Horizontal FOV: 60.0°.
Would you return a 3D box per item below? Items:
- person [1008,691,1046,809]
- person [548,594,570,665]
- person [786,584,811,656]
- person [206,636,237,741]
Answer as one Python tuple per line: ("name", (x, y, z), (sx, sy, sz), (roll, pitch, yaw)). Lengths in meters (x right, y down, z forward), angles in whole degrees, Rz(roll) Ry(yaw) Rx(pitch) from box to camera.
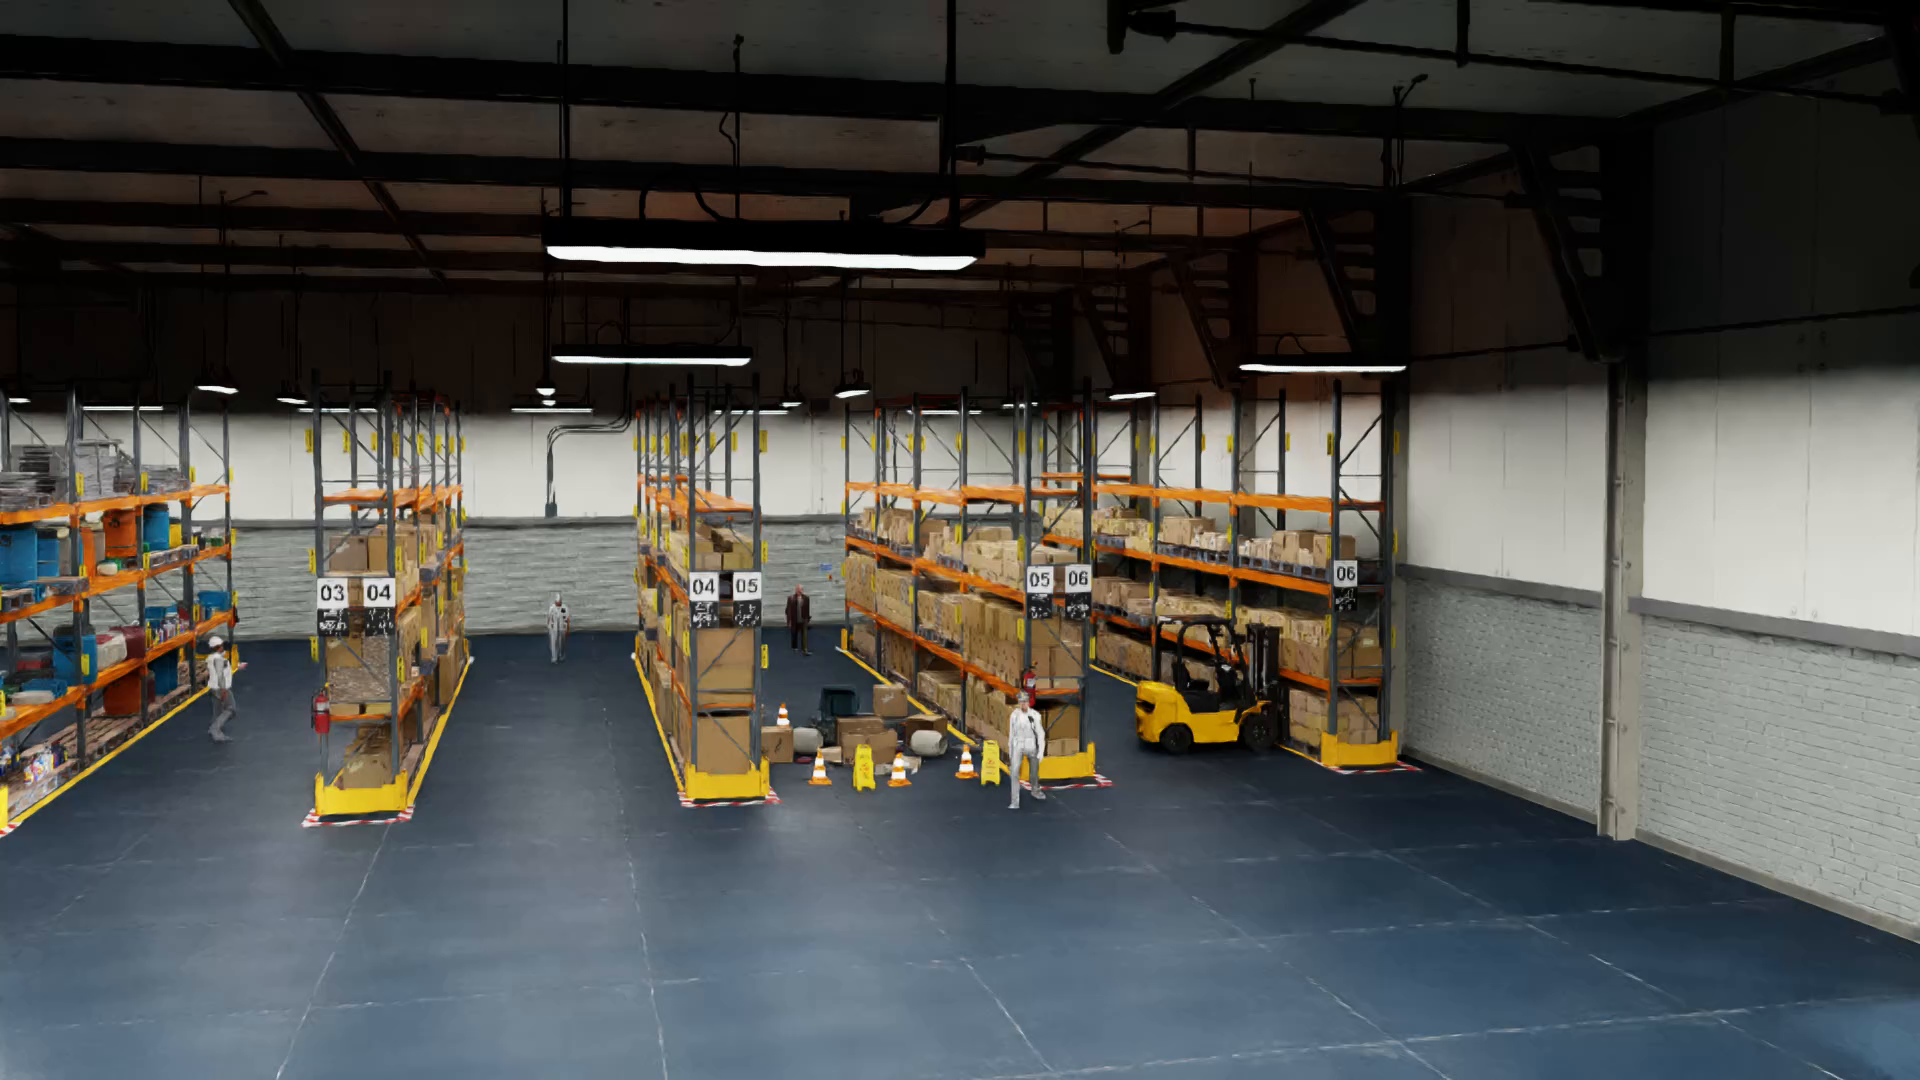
("person", (0.918, 2.862, 23.001), (0.521, 1.611, 0.934), (0, 3, 8))
("person", (-9.128, 2.011, 37.872), (0.481, 1.583, 1.093), (-1, 3, -16))
("person", (-3.803, 1.871, 39.217), (0.598, 1.698, 1.171), (-1, 3, -11))
("person", (-12.473, 2.500, 27.990), (0.446, 1.770, 0.569), (-3, 4, -40))
